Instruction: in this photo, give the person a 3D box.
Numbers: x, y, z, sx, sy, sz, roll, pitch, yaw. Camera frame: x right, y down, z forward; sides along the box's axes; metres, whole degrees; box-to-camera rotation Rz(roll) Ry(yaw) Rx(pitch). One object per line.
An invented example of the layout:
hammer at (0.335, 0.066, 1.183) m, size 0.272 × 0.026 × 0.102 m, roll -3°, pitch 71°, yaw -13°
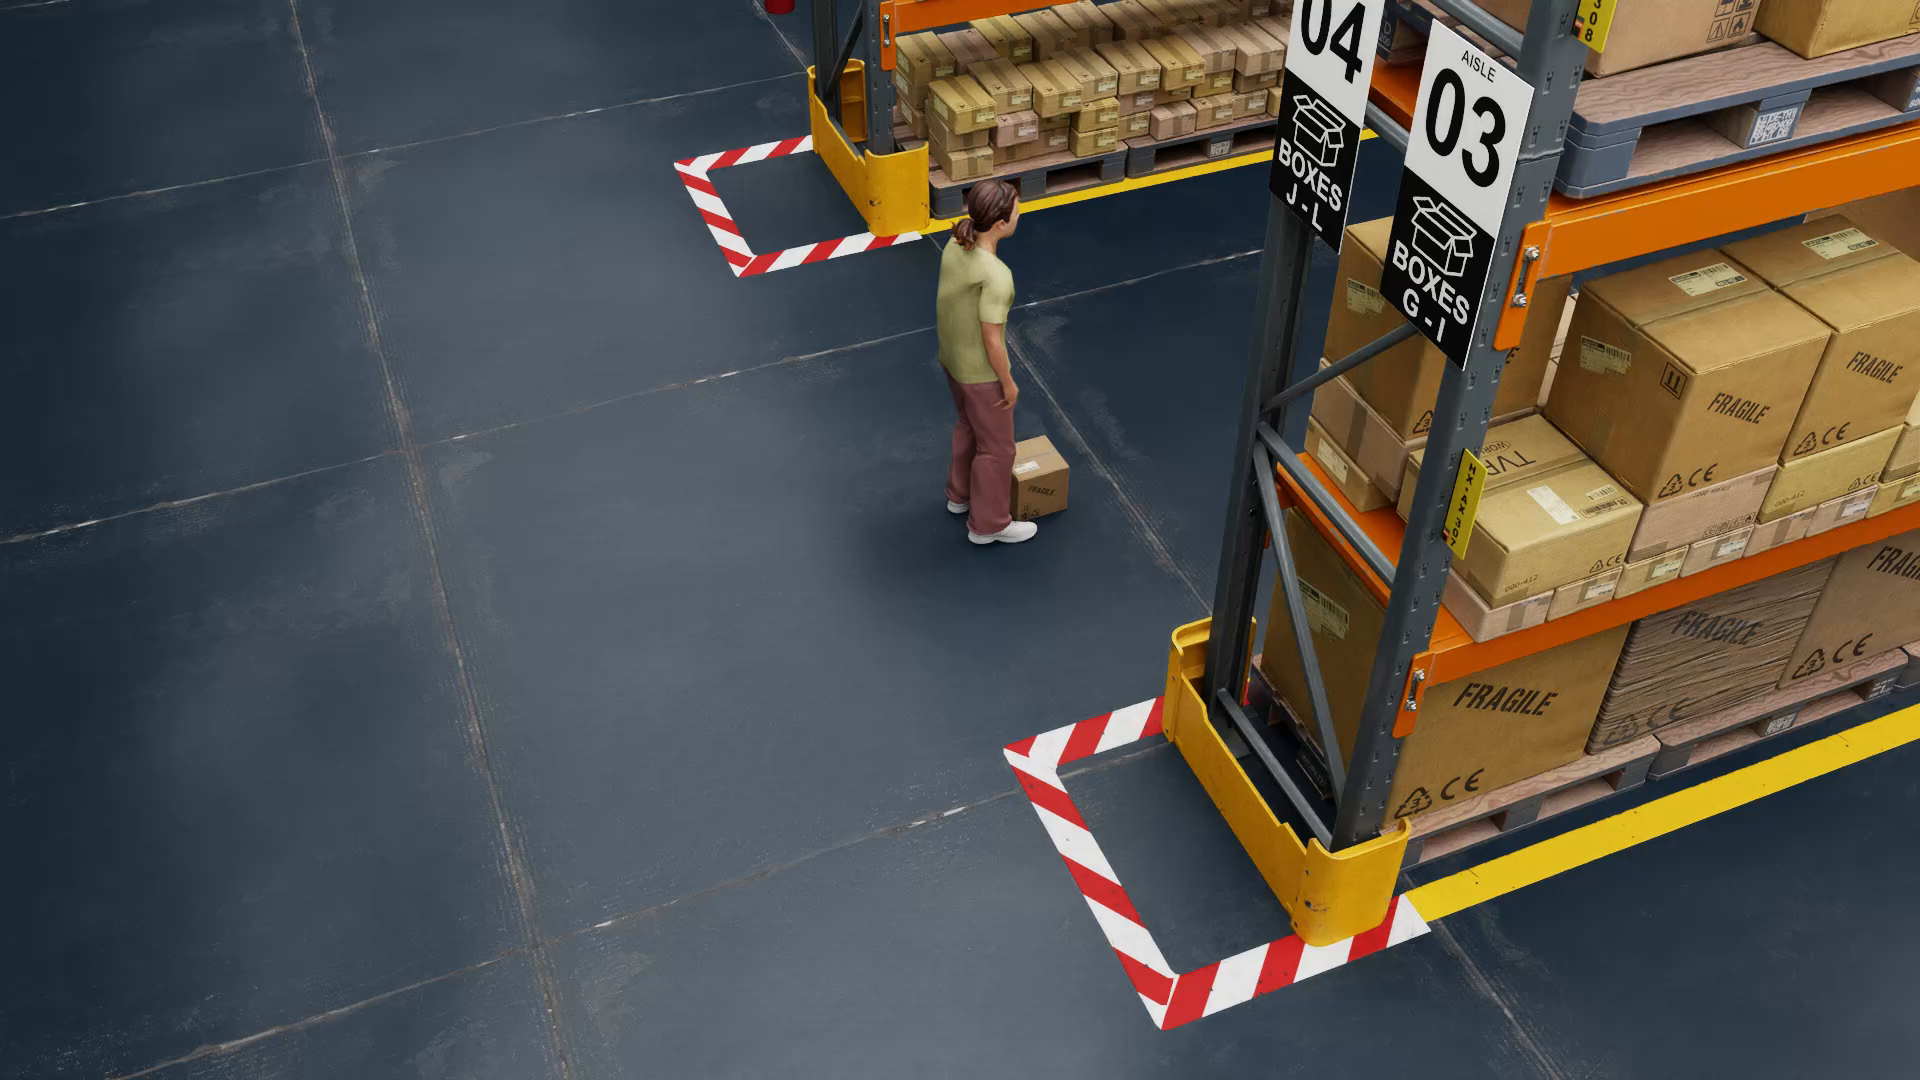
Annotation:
person at (0.096, -0.743, 6.989) m, size 0.353 × 1.673 × 0.519 m, roll -17°, pitch 45°, yaw -18°
